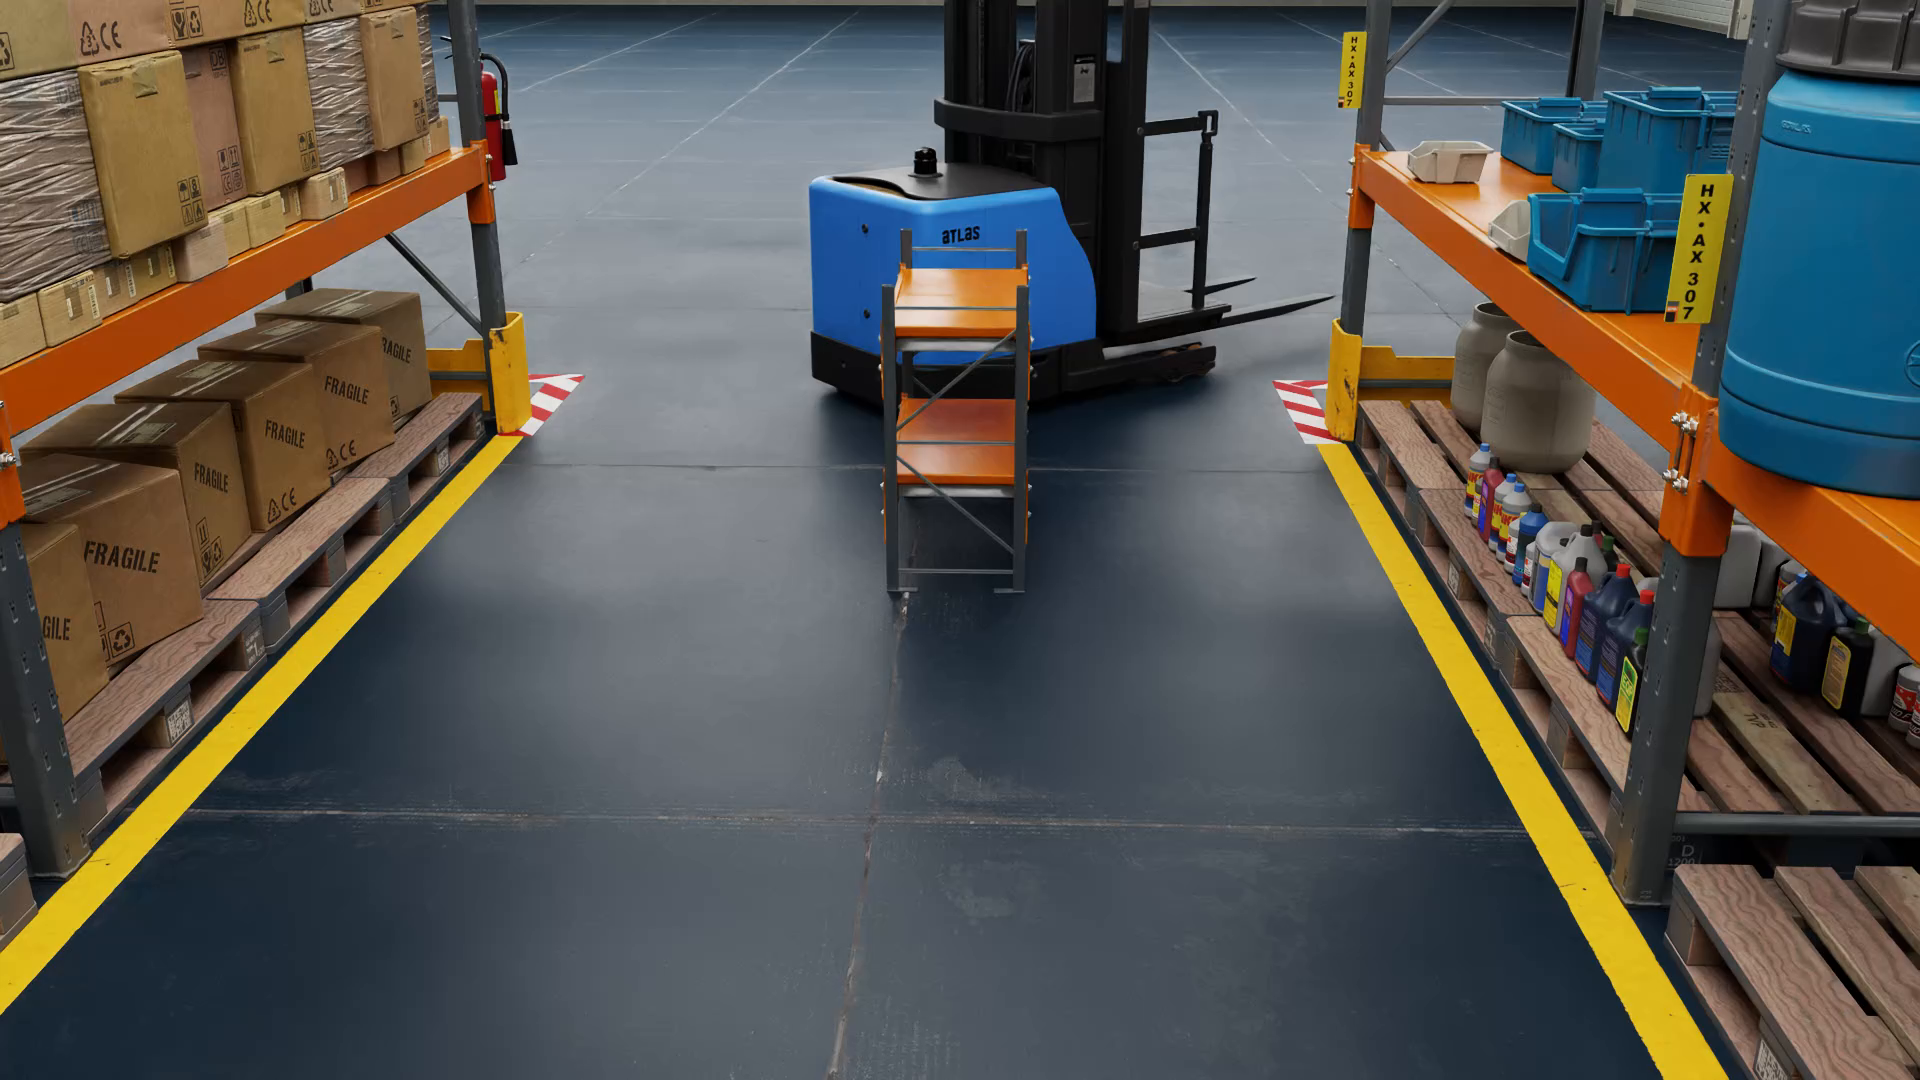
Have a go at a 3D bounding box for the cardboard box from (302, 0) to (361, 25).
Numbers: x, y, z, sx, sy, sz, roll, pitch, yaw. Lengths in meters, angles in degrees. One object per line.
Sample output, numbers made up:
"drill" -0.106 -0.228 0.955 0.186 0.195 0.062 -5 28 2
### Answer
"cardboard box" -2.463 -2.084 5.821 0.500 0.500 0.500 1 21 2

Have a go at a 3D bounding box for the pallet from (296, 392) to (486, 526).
"pallet" -2.729 -0.375 7.203 1.003 0.211 1.213 1 21 2

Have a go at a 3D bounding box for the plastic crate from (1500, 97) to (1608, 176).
"plastic crate" 2.568 -1.687 6.937 0.499 0.251 0.616 1 21 2

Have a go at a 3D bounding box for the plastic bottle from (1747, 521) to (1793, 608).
"plastic bottle" 2.621 0.026 5.369 0.144 0.351 0.185 0 21 1

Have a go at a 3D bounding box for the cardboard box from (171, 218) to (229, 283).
"cardboard box" -2.433 -0.868 4.966 0.380 0.149 0.250 1 21 2

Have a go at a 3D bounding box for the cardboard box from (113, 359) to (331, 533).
"cardboard box" -2.724 -0.358 6.179 0.500 0.500 0.500 3 21 7

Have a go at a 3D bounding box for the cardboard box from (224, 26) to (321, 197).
"cardboard box" -2.691 -1.439 5.542 0.875 0.500 0.500 1 21 2

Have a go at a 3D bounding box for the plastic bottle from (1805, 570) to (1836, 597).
"plastic bottle" 2.608 0.180 4.973 0.144 0.351 0.185 0 21 -1

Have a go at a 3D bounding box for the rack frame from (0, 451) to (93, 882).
"rack frame" -2.788 -0.549 3.798 1.000 3.000 0.127 1 21 2

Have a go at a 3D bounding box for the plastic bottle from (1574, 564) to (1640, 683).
"plastic bottle" 1.900 0.230 4.844 0.144 0.351 0.185 0 21 -1

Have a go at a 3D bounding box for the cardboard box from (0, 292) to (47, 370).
"cardboard box" -2.481 -0.507 4.035 0.380 0.149 0.250 1 21 2

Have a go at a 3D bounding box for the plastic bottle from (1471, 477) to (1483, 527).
"plastic bottle" 1.915 -0.152 6.034 0.097 0.201 0.097 0 21 0

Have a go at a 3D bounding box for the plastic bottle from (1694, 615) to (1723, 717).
"plastic bottle" 2.038 0.301 4.661 0.144 0.351 0.185 1 21 2

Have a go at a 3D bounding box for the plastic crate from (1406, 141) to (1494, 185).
"plastic crate" 1.936 -1.498 6.608 0.298 0.136 0.250 1 21 2

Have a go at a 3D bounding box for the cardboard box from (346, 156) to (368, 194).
"cardboard box" -2.505 -1.412 6.367 0.380 0.149 0.250 1 21 2

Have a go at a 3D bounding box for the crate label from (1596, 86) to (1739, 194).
"crate label" 2.499 -1.289 5.655 0.502 0.435 0.616 1 21 2

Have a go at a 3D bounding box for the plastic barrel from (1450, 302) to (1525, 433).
"plastic barrel" 2.341 -0.738 7.143 0.421 0.512 0.421 0 21 0

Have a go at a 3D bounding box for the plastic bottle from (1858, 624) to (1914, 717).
"plastic bottle" 2.593 0.342 4.657 0.152 0.276 0.135 1 21 4

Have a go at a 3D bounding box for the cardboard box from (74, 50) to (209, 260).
"cardboard box" -2.662 -1.077 4.608 0.875 0.500 0.500 1 21 2

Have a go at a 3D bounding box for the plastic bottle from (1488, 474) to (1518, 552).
"plastic bottle" 1.907 -0.098 5.799 0.097 0.271 0.097 0 21 0

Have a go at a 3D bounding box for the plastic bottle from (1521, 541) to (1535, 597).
"plastic bottle" 1.895 0.081 5.434 0.097 0.201 0.097 0 21 0

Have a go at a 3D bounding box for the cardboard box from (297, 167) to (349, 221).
"cardboard box" -2.409 -1.230 5.898 0.380 0.149 0.250 1 21 2

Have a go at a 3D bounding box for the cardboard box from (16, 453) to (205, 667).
"cardboard box" -2.726 0.069 5.079 0.500 0.500 0.500 8 22 19

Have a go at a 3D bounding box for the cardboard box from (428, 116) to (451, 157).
"cardboard box" -2.469 -1.773 7.299 0.380 0.149 0.250 1 21 2

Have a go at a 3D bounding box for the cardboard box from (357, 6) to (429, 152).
"cardboard box" -2.606 -1.800 6.472 0.875 0.500 0.500 1 21 2

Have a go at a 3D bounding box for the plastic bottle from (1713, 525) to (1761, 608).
"plastic bottle" 2.472 0.068 5.364 0.152 0.276 0.135 1 21 2

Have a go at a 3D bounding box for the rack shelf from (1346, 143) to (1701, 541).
"rack shelf" 2.224 -0.882 5.651 1.077 0.370 4.000 1 21 2

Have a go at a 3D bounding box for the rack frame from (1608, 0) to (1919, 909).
"rack frame" 2.163 -0.495 3.657 1.000 3.000 0.127 1 21 2

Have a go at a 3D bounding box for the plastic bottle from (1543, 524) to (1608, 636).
"plastic bottle" 1.910 0.113 5.145 0.144 0.351 0.185 1 21 1

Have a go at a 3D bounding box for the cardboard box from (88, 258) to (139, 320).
"cardboard box" -2.480 -0.687 4.501 0.380 0.149 0.250 1 21 2

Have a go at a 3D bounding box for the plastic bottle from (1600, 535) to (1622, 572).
"plastic bottle" 2.013 0.136 5.178 0.061 0.283 0.133 1 21 2

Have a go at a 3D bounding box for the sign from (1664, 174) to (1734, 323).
"sign" 1.613 -0.634 3.633 0.100 0.325 0.005 1 21 2

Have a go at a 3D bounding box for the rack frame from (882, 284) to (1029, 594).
"rack frame" -0.016 -0.338 5.845 0.500 1.125 0.032 1 21 2

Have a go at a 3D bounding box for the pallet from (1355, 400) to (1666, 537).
"pallet" 2.299 -0.319 7.060 1.003 0.211 1.213 1 21 2

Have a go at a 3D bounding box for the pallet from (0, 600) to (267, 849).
"pallet" -2.803 0.508 4.929 1.003 0.211 1.213 1 21 2

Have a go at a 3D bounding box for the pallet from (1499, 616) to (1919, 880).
"pallet" 2.225 0.563 4.786 1.003 0.211 1.213 1 21 2

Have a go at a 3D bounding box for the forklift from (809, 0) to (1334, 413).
"forklift" 0.729 -2.323 8.465 3.031 2.935 1.130 -15 26 -34

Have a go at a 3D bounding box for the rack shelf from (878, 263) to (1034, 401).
"rack shelf" 0.000 -0.795 6.213 0.538 0.278 1.000 1 21 2

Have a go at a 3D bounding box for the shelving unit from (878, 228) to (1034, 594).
"shelving unit" 0.000 -0.522 6.319 0.538 1.125 1.048 1 21 2

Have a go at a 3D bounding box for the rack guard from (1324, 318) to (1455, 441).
"rack guard" 2.329 -0.748 7.765 1.175 0.500 0.348 1 21 2

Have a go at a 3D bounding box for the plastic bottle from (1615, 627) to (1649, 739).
"plastic bottle" 1.848 0.389 4.527 0.061 0.283 0.133 2 21 4

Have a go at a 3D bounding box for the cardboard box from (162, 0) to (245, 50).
"cardboard box" -2.491 -1.722 4.889 0.500 0.500 0.500 1 21 2

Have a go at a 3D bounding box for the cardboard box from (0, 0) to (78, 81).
"cardboard box" -2.520 -1.361 3.957 0.500 0.500 0.500 1 21 2

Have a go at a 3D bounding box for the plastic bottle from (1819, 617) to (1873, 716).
"plastic bottle" 2.487 0.338 4.658 0.061 0.283 0.133 1 21 2

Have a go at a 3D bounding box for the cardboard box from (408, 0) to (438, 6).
"cardboard box" -2.436 -2.445 6.753 0.500 0.500 0.500 1 21 2

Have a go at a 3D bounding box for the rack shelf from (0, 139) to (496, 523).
"rack shelf" -2.727 -0.937 5.792 1.077 0.370 4.000 1 21 2

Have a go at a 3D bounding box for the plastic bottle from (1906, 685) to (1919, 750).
"plastic bottle" 2.614 0.458 4.463 0.097 0.201 0.097 0 21 0

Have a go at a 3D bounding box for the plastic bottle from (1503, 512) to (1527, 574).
"plastic bottle" 1.901 0.007 5.626 0.097 0.201 0.097 0 21 0

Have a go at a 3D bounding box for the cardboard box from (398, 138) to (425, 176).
"cardboard box" -2.433 -1.592 6.832 0.380 0.149 0.250 1 21 2

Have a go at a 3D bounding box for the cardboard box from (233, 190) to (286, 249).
"cardboard box" -2.448 -1.049 5.433 0.380 0.149 0.250 1 21 2

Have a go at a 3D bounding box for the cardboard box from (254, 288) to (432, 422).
"cardboard box" -2.702 -0.800 7.320 0.500 0.500 0.500 5 22 12

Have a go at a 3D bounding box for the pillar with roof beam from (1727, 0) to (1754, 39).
"pillar with roof beam" 9.457 -13.091 27.828 9.100 9.000 0.400 1 21 2

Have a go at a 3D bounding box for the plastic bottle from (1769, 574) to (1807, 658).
"plastic bottle" 2.486 0.231 4.950 0.097 0.271 0.097 0 21 0
